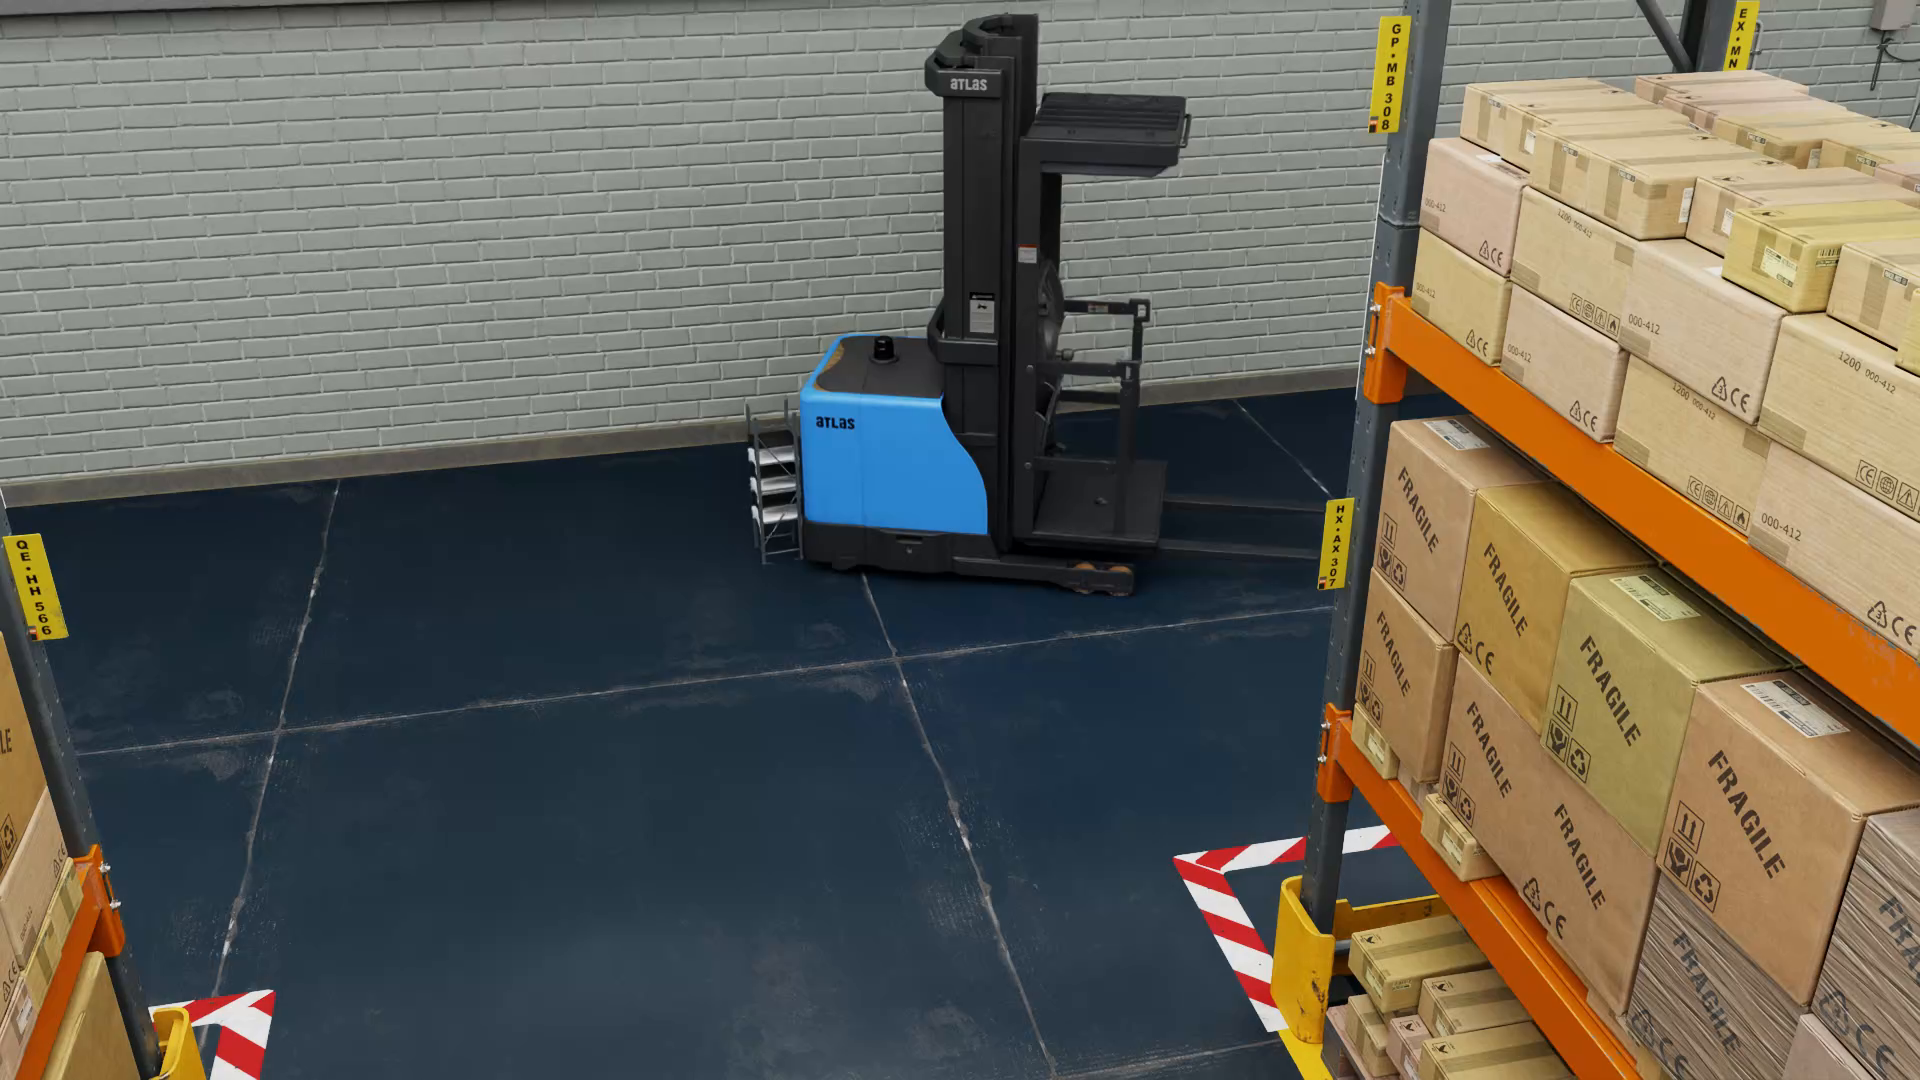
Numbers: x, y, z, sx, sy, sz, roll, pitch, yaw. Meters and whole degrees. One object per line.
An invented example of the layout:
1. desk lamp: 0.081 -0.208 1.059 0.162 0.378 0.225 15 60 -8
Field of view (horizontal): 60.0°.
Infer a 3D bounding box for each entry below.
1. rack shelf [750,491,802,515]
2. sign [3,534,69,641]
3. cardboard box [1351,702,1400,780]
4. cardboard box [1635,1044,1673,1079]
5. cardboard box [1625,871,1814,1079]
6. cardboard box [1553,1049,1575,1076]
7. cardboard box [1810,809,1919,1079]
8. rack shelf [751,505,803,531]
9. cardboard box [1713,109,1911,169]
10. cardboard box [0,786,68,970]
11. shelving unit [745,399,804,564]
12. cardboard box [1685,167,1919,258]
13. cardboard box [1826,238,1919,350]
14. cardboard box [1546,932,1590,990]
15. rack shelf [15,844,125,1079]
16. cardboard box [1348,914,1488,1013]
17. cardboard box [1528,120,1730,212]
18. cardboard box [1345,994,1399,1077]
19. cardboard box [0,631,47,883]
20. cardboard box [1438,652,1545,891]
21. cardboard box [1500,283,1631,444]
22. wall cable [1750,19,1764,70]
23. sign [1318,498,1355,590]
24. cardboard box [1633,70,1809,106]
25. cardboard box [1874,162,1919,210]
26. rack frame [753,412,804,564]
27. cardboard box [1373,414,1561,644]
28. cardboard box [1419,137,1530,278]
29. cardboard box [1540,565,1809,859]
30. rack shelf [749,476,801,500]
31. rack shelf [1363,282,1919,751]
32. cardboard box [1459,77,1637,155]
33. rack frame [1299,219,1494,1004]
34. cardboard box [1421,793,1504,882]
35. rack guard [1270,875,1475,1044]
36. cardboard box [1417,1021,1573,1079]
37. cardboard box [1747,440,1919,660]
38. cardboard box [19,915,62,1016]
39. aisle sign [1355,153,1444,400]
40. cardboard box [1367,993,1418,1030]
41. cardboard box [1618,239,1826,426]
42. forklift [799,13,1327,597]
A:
1. rack shelf: -1.046 -0.215 9.450 0.258 0.077 0.200 -9 28 -16
2. sign: -2.564 0.134 4.609 0.100 0.325 0.005 -6 27 -12
3. cardboard box: 1.513 0.634 5.445 0.380 0.149 0.250 -6 27 -12
4. cardboard box: 1.914 1.313 4.098 0.380 0.149 0.250 -5 27 -10
5. cardboard box: 1.956 1.065 3.869 0.500 0.500 0.500 -7 28 -13
6. cardboard box: 1.775 1.779 5.264 0.380 0.149 0.250 -6 27 -11
7. cardboard box: 2.068 0.847 3.193 0.500 0.500 0.500 -5 27 -10
8. rack shelf: -1.045 -0.135 9.491 0.258 0.077 0.200 -9 28 -16
9. cardboard box: 2.139 -0.980 4.204 0.380 0.149 0.250 -7 28 -13
10. cardboard box: -2.728 0.925 4.424 0.500 0.250 0.500 -6 27 -12
11. shelving unit: -1.046 -0.325 9.394 0.258 0.900 0.210 -9 28 -16
12. cardboard box: 1.856 -0.713 3.673 0.380 0.149 0.250 -5 27 -10
13. cardboard box: 1.932 -0.477 3.207 0.380 0.149 0.250 -5 27 -10
14. cardboard box: 1.848 1.086 4.548 0.380 0.149 0.250 -6 27 -12
15. rack shelf: -2.645 2.004 3.248 1.077 0.370 4.000 -6 27 -12
16. cardboard box: 1.546 1.430 5.625 0.380 0.149 0.250 -7 28 -14
17. cardboard box: 1.641 -0.922 4.088 0.380 0.149 0.250 -6 27 -12
18. cardboard box: 1.566 1.694 5.763 0.380 0.149 0.250 -5 27 -11
19. cardboard box: -2.730 0.592 4.253 0.500 0.500 0.500 -6 27 -11
20. cardboard box: 1.737 0.626 4.740 0.500 0.500 0.500 -6 27 -11
21. cardboard box: 1.726 -0.472 4.193 0.500 0.250 0.500 -5 27 -10
22. wall cable: 5.266 -3.142 11.483 0.585 1.953 0.123 -6 27 -12
23. sign: 1.231 0.015 5.431 0.100 0.325 0.005 -6 27 -12
24. cardboard box: 2.121 -1.211 4.661 0.380 0.149 0.250 -6 27 -12
25. cardboard box: 2.303 -0.758 3.763 0.380 0.149 0.250 -7 28 -13
26. rack frame: -1.014 -0.282 9.308 0.240 0.900 0.006 -9 28 -16
27. cardboard box: 1.602 -0.054 4.977 0.500 0.500 0.500 -6 27 -12
28. cardboard box: 1.607 -0.926 4.538 0.500 0.250 0.500 -6 27 -11
29. cardboard box: 1.817 0.398 4.082 0.500 0.500 0.500 -7 28 -13
30. rack shelf: -1.046 -0.295 9.409 0.258 0.077 0.200 -9 28 -16
31. rack shelf: 2.210 0.206 3.482 1.077 0.370 4.000 -6 27 -12
32. cardboard box: 1.611 -1.162 4.564 0.380 0.149 0.250 -6 27 -12
33. rack frame: 1.759 0.346 5.736 1.000 3.000 0.127 -6 27 -12
34. cardboard box: 1.619 0.865 4.987 0.380 0.149 0.250 -7 28 -13
35. rack guard: 1.777 1.495 6.233 1.175 0.500 0.348 -6 27 -12
36. cardboard box: 1.658 1.663 5.165 0.380 0.149 0.250 -6 27 -12
37. cardboard box: 1.960 -0.019 3.296 0.500 0.250 0.500 -6 27 -12
38. cardboard box: -2.634 1.154 4.413 0.380 0.149 0.250 -6 27 -11
39. aisle sign: 1.451 -0.816 5.153 0.394 0.787 0.004 -6 27 -12
40. cardboard box: 1.627 1.554 5.709 0.380 0.149 0.250 -5 27 -9
41. cardboard box: 1.826 -0.478 3.651 0.500 0.250 0.500 -6 27 -11
42. forklift: 0.678 -1.255 8.984 3.031 2.935 1.130 4 27 8
